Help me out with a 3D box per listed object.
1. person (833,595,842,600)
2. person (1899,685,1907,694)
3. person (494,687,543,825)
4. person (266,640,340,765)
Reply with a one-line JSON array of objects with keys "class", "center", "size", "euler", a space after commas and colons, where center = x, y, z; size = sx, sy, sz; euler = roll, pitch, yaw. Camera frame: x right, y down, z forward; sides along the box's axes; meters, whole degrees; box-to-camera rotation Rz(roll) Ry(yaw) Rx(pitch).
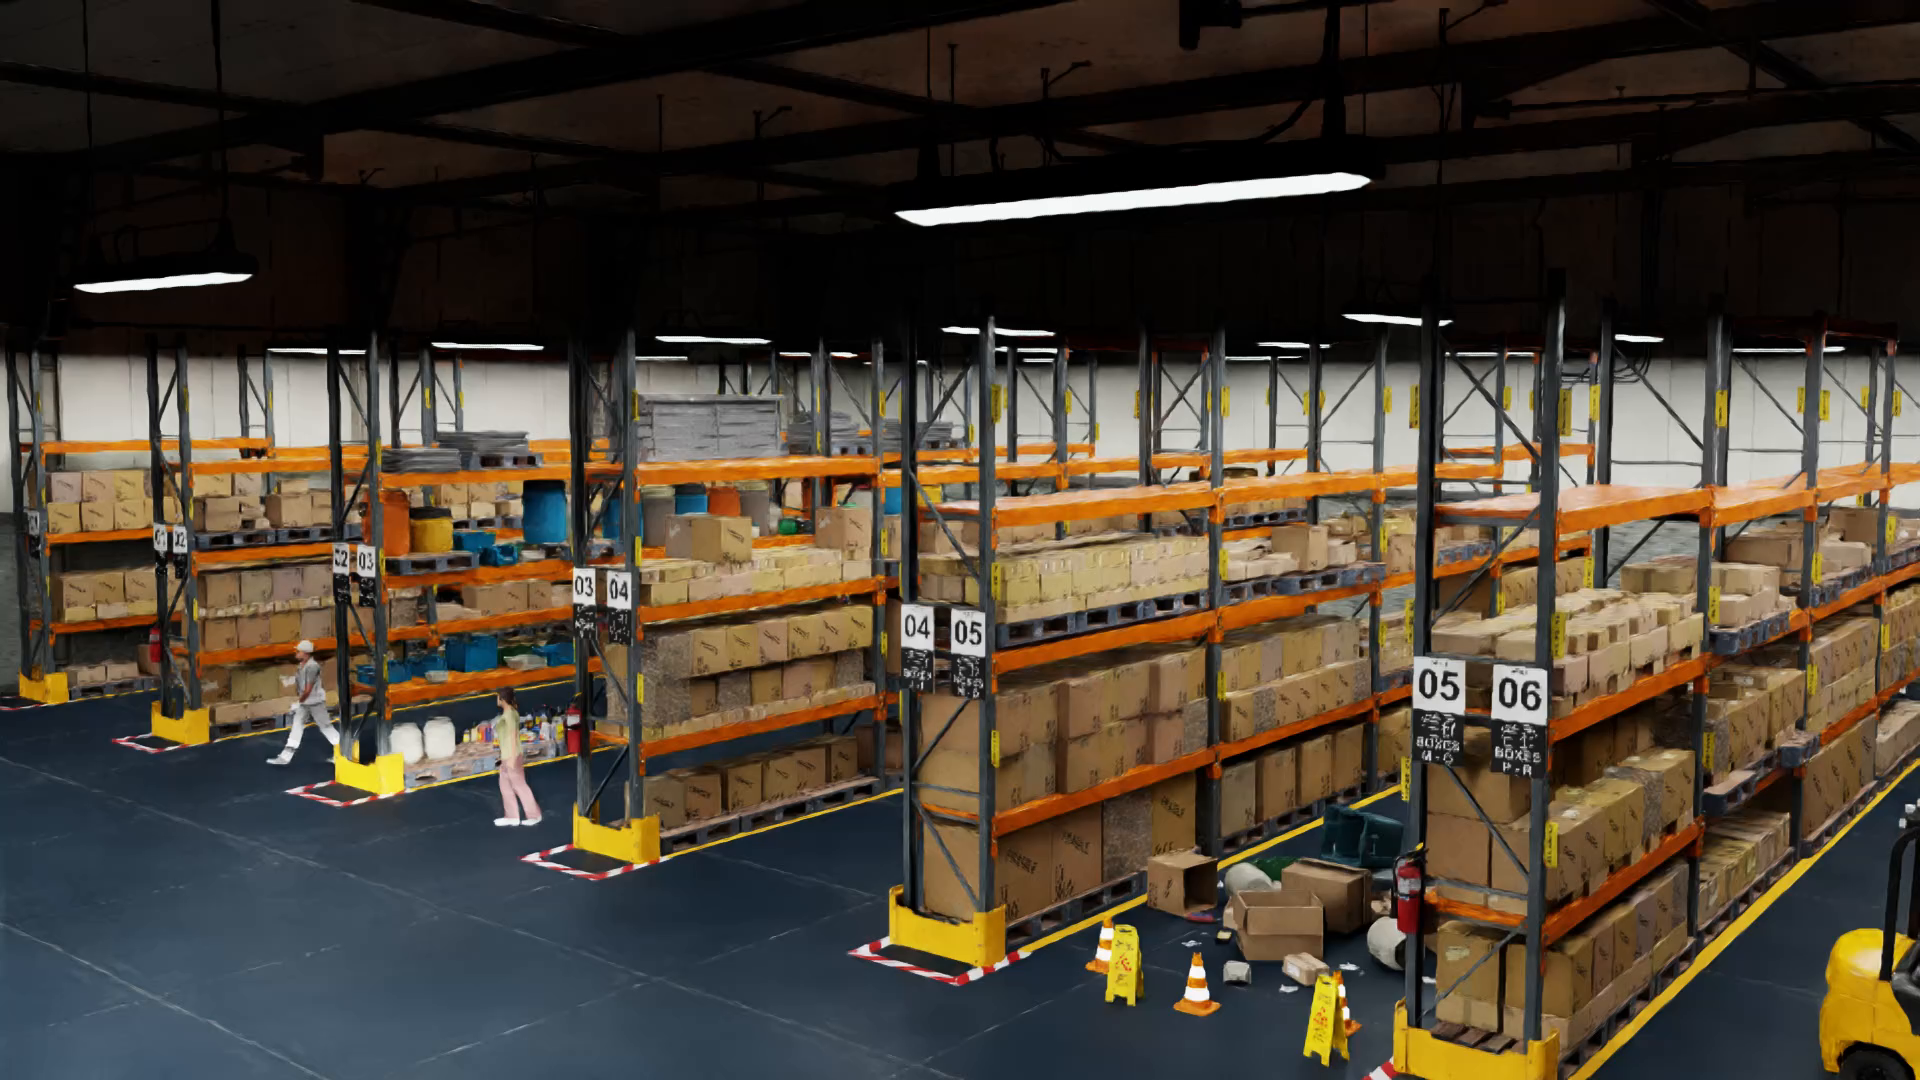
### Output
[{"class": "person", "center": [-2.506, 1.279, 33.118], "size": [0.383, 1.791, 0.633], "euler": [2, 6, 24]}, {"class": "person", "center": [15.809, 1.744, 28.293], "size": [0.622, 1.769, 0.619], "euler": [-1, 5, -15]}, {"class": "person", "center": [-5.268, 2.567, 19.774], "size": [0.565, 1.658, 0.503], "euler": [-1, 5, -14]}, {"class": "person", "center": [-8.981, 2.232, 22.857], "size": [1.024, 1.725, 0.535], "euler": [-5, 7, -41]}]
